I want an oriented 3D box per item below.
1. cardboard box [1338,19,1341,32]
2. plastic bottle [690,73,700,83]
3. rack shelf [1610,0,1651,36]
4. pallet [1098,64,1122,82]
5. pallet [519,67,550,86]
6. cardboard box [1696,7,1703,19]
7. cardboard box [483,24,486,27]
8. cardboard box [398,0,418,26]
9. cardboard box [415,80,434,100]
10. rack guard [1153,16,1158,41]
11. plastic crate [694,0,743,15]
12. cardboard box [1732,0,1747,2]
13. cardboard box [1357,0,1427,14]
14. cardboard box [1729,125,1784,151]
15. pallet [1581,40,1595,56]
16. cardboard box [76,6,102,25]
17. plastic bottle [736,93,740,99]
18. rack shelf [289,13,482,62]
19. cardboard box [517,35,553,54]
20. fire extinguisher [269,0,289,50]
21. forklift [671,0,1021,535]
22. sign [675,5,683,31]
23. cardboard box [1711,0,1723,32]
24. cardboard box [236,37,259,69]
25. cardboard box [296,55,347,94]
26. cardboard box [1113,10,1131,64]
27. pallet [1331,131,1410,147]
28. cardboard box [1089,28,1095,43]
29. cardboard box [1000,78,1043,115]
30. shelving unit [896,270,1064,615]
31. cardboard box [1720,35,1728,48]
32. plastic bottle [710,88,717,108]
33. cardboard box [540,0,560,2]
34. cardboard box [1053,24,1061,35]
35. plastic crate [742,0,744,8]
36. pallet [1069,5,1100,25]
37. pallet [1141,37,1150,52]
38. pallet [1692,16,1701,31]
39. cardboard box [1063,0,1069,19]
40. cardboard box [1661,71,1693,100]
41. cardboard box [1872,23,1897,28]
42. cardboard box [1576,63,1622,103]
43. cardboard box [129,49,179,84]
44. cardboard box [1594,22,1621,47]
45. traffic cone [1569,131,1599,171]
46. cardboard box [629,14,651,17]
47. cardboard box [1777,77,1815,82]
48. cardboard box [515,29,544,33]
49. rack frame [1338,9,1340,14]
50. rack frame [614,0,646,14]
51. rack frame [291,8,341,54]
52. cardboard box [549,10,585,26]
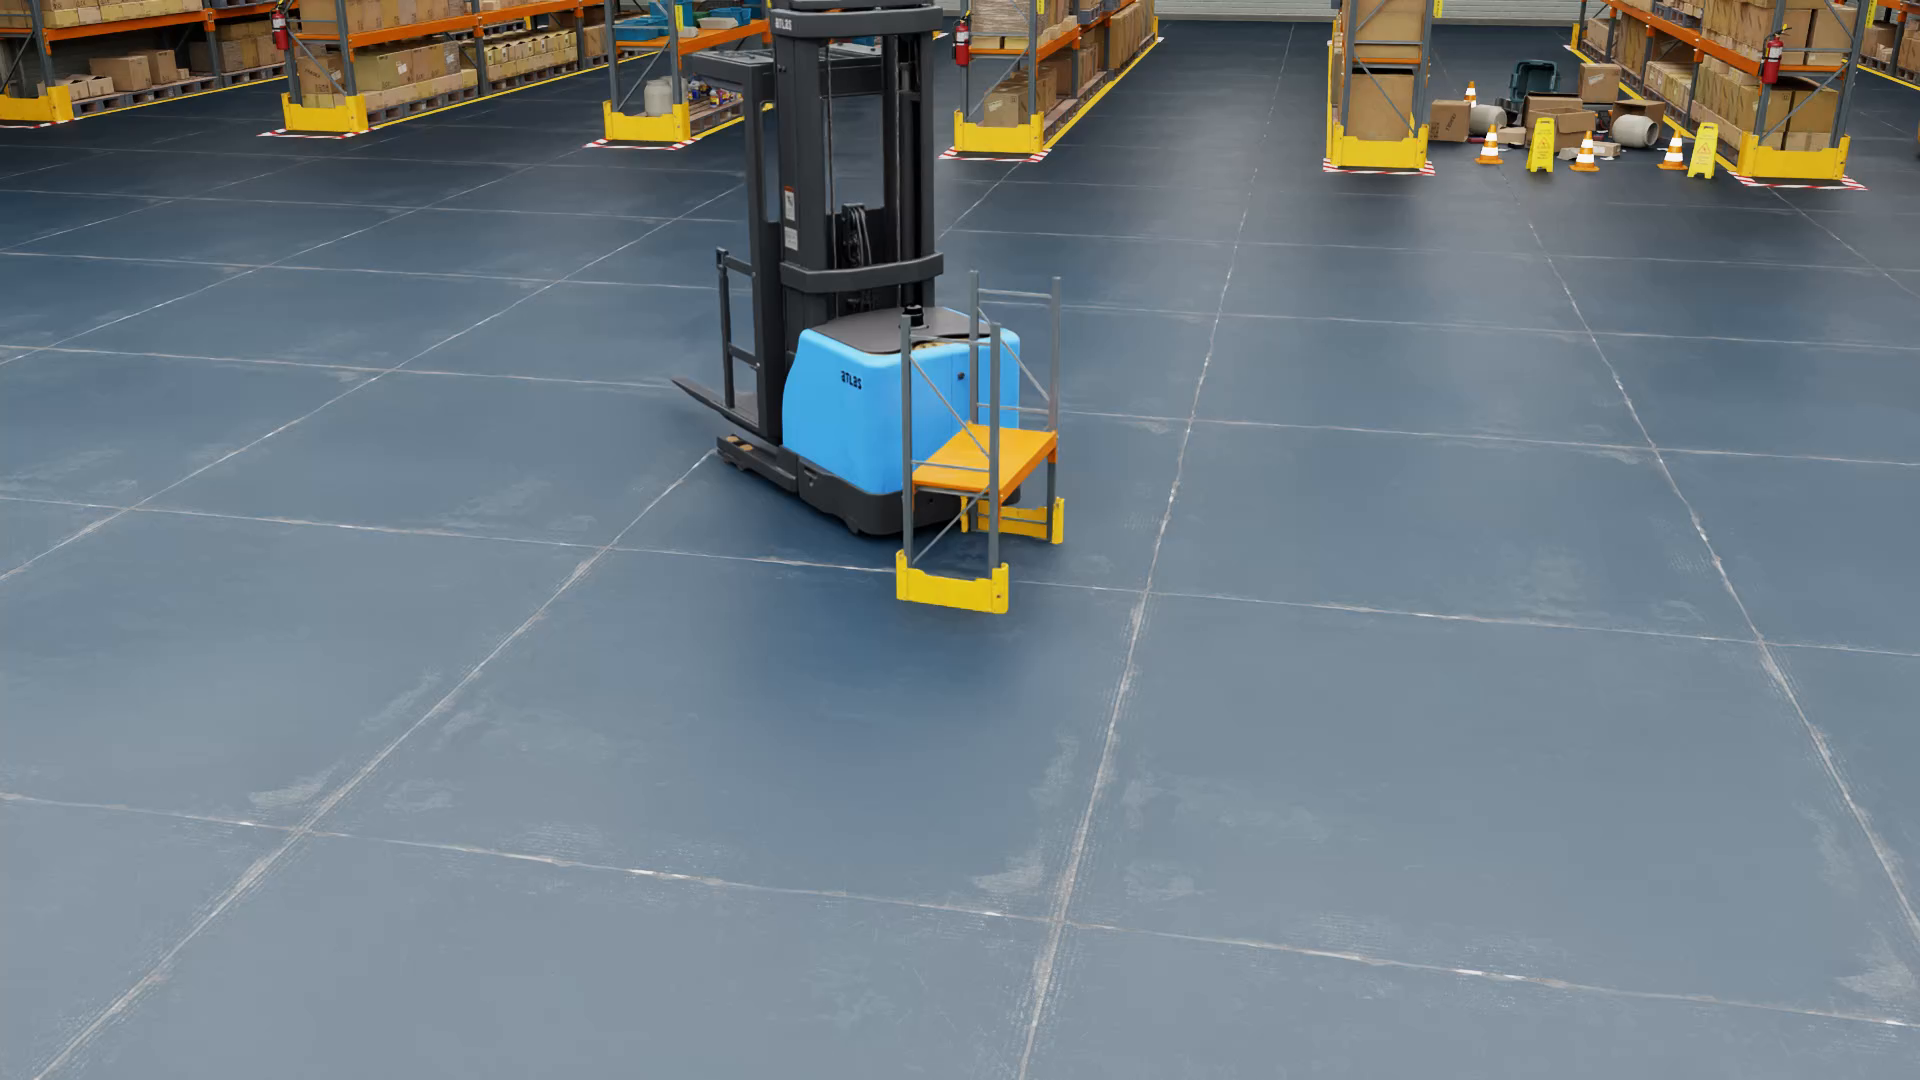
[{"bbox_3d":[7.165,-9.339,30.307,0.500,0.250,0.500,5,23,13],"label":"cardboard box"},{"bbox_3d":[-4.137,-7.097,25.916,0.144,0.351,0.185,4,22,9],"label":"plastic bottle"},{"bbox_3d":[12.247,-9.182,29.099,1.077,0.370,4.000,4,22,11],"label":"rack shelf"},{"bbox_3d":[2.372,-8.528,30.247,1.003,0.211,1.213,4,22,11],"label":"pallet"},{"bbox_3d":[-8.017,-8.259,29.579,1.003,0.211,1.213,4,22,11],"label":"pallet"},{"bbox_3d":[10.858,-7.608,24.004,0.380,0.149,0.250,5,22,12],"label":"cardboard box"},{"bbox_3d":[-11.128,-11.807,37.439,0.700,0.500,0.500,5,22,12],"label":"cardboard box"},{"bbox_3d":[-8.771,-8.153,25.447,0.700,0.500,0.500,5,23,13],"label":"cardboard box"},{"bbox_3d":[-8.557,-7.017,25.880,0.500,0.250,0.500,4,22,11],"label":"cardboard box"},{"bbox_3d":[3.775,-11.314,36.778,1.175,0.500,0.348,4,22,11],"label":"rack guard"},{"bbox_3d":[-3.759,-8.243,25.890,0.767,0.338,0.504,4,22,11],"label":"plastic crate"},{"bbox_3d":[10.211,-7.089,21.069,0.700,0.500,0.500,4,22,10],"label":"cardboard box"},{"bbox_3d":[5.454,-6.902,20.829,0.875,0.550,0.550,4,22,11],"label":"cardboard box"},{"bbox_3d":[10.113,-5.102,21.126,0.500,0.250,0.500,4,22,11],"label":"cardboard box"},{"bbox_3d":[13.385,-10.118,34.193,1.003,0.211,1.213,4,22,11],"label":"pallet"},{"bbox_3d":[-13.540,-8.031,25.454,0.500,0.250,0.500,4,22,9],"label":"cardboard box"},{"bbox_3d":[-3.482,-6.983,25.635,0.144,0.351,0.185,4,22,11],"label":"plastic bottle"},{"bbox_3d":[-8.784,-7.768,25.588,1.077,0.370,4.000,4,22,11],"label":"rack shelf"},{"bbox_3d":[-7.631,-8.890,29.780,0.500,0.311,0.500,4,22,11],"label":"cardboard box"},{"bbox_3d":[-9.671,-7.326,23.633,0.296,0.674,0.183,4,22,11],"label":"fire extinguisher"},{"bbox_3d":[-0.886,-1.882,10.103,1.130,2.935,3.031,-14,26,-31],"label":"forklift"},{"bbox_3d":[-3.806,-7.076,22.537,0.100,0.325,0.005,4,22,11],"label":"sign"},{"bbox_3d":[10.581,-7.180,22.635,0.500,0.500,0.500,4,22,11],"label":"cardboard box"},{"bbox_3d":[-13.036,-8.717,29.740,0.700,0.500,0.500,4,22,10],"label":"cardboard box"},{"bbox_3d":[-9.374,-6.856,24.476,0.500,0.500,0.500,4,22,11],"label":"cardboard box"},{"bbox_3d":[2.488,-9.325,30.773,1.225,0.875,0.875,5,22,11],"label":"cardboard box"},{"bbox_3d":[5.427,-5.203,21.991,1.003,0.211,1.213,4,22,11],"label":"pallet"},{"bbox_3d":[2.030,-8.684,28.655,0.500,0.250,0.500,5,23,13],"label":"cardboard box"},{"bbox_3d":[0.884,-6.325,23.826,0.500,0.500,0.500,7,23,16],"label":"cardboard box"},{"bbox_3d":[0.126,-0.541,8.690,0.587,1.500,1.083,8,23,18],"label":"shelving unit"},{"bbox_3d":[10.374,-6.646,22.178,0.380,0.149,0.250,5,22,11],"label":"cardboard box"},{"bbox_3d":[-3.668,-6.569,24.712,0.097,0.271,0.097,0,22,0],"label":"plastic bottle"},{"bbox_3d":[-7.473,-9.829,30.080,0.380,0.149,0.250,4,22,11],"label":"cardboard box"},{"bbox_3d":[1.245,-7.311,23.829,0.380,0.149,0.250,4,22,11],"label":"cardboard box"},{"bbox_3d":[-3.728,-8.684,26.815,0.402,0.464,0.583,4,22,11],"label":"plastic crate"},{"bbox_3d":[1.620,-8.256,26.094,1.003,0.211,1.213,4,22,11],"label":"pallet"},{"bbox_3d":[3.432,-10.428,34.964,1.003,0.211,1.213,4,22,11],"label":"pallet"},{"bbox_3d":[11.321,-7.500,24.218,1.003,0.211,1.213,4,22,11],"label":"pallet"},{"bbox_3d":[1.169,-8.101,24.921,0.875,0.500,0.500,4,22,11],"label":"cardboard box"},{"bbox_3d":[11.411,-7.006,25.690,0.950,0.372,0.625,5,23,13],"label":"cardboard box"},{"bbox_3d":[17.901,-9.842,32.559,0.700,0.500,0.500,5,23,13],"label":"cardboard box"},{"bbox_3d":[9.274,-6.637,24.151,0.500,0.500,0.500,4,22,11],"label":"cardboard box"},{"bbox_3d":[-13.399,-7.871,27.639,0.500,0.500,0.500,3,22,7],"label":"cardboard box"},{"bbox_3d":[13.256,-10.132,33.362,0.875,0.438,0.875,5,22,12],"label":"cardboard box"},{"bbox_3d":[7.876,-4.897,20.894,0.336,0.463,0.334,4,22,11],"label":"traffic cone"},{"bbox_3d":[-6.563,-10.601,34.417,0.500,0.500,0.500,4,22,11],"label":"cardboard box"},{"bbox_3d":[10.859,-5.782,21.810,0.500,0.500,0.500,5,22,12],"label":"cardboard box"},{"bbox_3d":[-7.954,-9.306,30.813,0.500,0.311,0.500,5,23,13],"label":"cardboard box"},{"bbox_3d":[8.605,-12.050,35.258,1.000,3.000,0.127,4,22,11],"label":"rack frame"},{"bbox_3d":[-6.743,-11.759,34.535,1.000,3.000,0.127,4,22,11],"label":"rack frame"},{"bbox_3d":[-12.410,-10.672,31.837,1.000,3.000,0.127,4,22,11],"label":"rack frame"},{"bbox_3d":[-7.591,-10.069,32.093,0.500,0.250,0.500,5,23,13],"label":"cardboard box"}]
